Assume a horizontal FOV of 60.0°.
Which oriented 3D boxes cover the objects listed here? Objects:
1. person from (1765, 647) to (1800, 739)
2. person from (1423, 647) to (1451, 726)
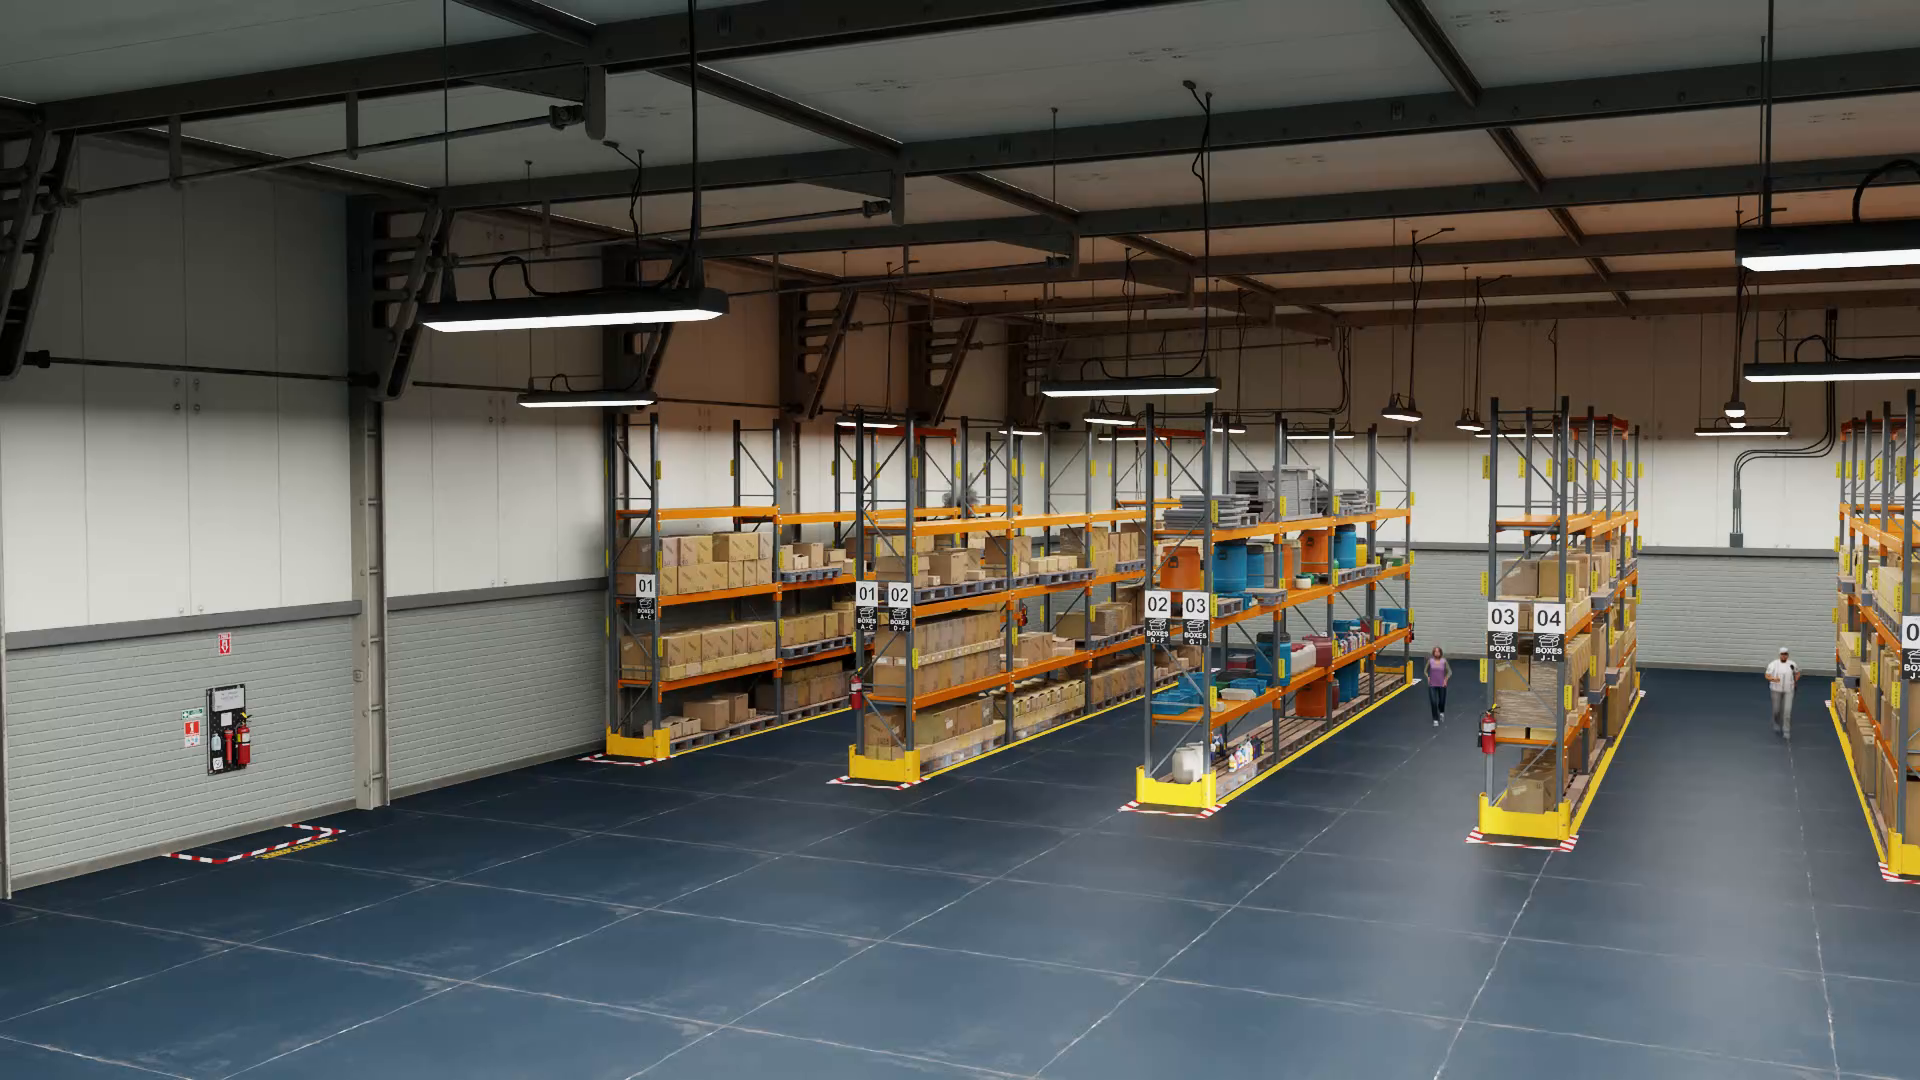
[{"bbox_3d":[15.415,2.836,31.150,0.612,1.653,0.894,1,3,22],"label":"person"},{"bbox_3d":[9.318,2.858,32.493,0.532,1.550,0.559,1,3,17],"label":"person"}]
